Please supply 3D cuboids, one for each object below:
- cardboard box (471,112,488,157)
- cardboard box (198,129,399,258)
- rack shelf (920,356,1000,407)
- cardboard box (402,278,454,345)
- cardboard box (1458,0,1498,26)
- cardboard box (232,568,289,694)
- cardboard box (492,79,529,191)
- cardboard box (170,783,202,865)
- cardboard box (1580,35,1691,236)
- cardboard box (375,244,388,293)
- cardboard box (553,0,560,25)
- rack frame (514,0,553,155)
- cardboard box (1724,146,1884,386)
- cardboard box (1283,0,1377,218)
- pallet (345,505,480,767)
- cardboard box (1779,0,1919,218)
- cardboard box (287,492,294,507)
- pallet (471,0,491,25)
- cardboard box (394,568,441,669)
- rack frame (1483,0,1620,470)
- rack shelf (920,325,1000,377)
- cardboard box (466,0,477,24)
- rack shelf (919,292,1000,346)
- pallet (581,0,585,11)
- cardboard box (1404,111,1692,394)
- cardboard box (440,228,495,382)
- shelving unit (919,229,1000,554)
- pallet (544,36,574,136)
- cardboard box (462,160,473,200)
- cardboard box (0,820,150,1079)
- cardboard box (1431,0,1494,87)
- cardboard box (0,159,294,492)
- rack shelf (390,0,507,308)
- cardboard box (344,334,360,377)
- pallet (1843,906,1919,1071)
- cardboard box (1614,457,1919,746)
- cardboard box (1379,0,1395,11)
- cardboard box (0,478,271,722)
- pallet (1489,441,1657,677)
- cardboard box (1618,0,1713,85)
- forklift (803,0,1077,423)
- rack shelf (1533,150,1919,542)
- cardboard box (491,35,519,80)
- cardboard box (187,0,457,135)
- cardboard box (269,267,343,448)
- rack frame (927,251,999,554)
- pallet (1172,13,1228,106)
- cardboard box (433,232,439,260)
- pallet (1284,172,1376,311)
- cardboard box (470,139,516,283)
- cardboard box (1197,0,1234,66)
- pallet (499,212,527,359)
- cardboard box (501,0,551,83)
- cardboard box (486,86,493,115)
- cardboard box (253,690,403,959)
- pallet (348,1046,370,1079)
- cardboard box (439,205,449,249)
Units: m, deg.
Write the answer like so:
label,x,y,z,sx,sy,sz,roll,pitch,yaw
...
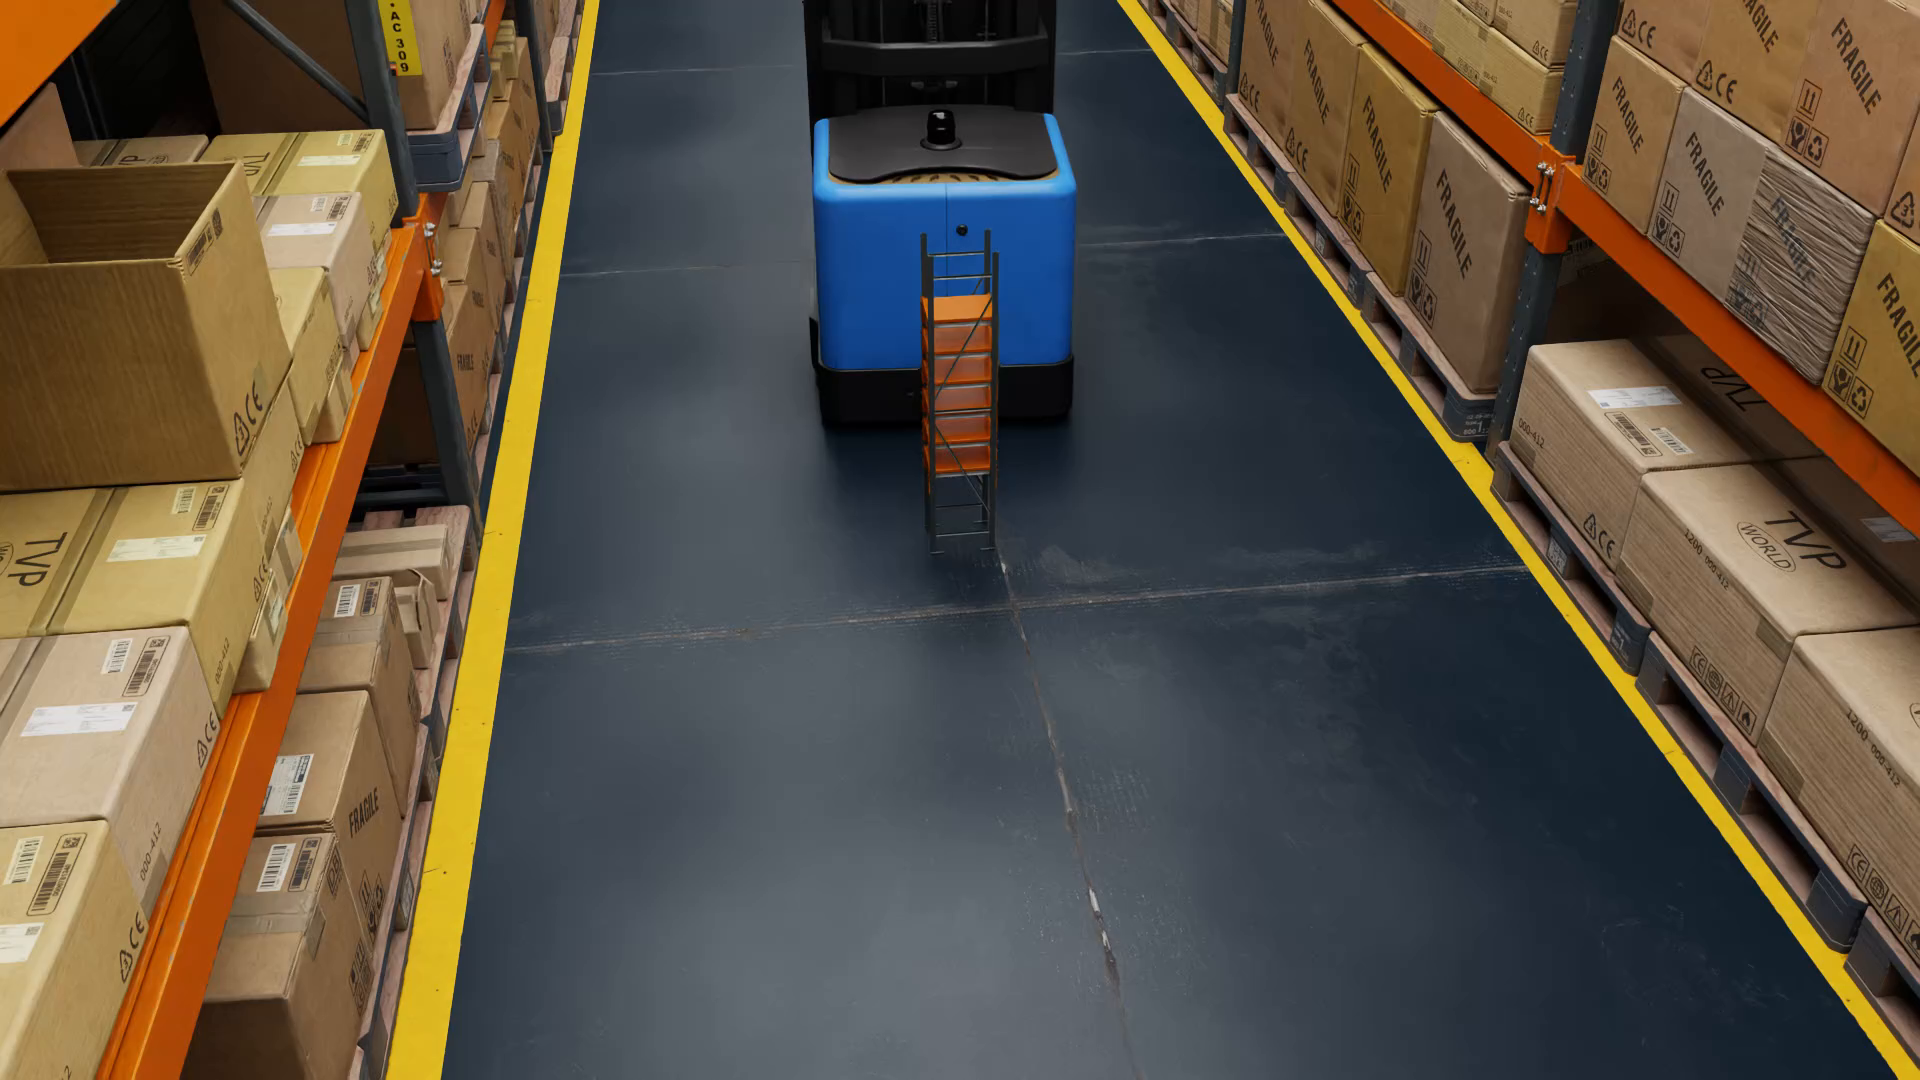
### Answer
label,x,y,z,sx,sy,sz,roll,pitch,yaw
cardboard box,-2.361,-1.847,7.567,0.380,0.149,0.250,-6,35,-9
cardboard box,-1.981,-0.999,4.922,0.500,0.250,0.500,-4,34,-5
rack shelf,-0.002,-0.566,5.881,0.258,0.103,0.180,-4,35,-6
cardboard box,-2.076,-0.833,6.080,0.380,0.149,0.250,-3,34,-4
cardboard box,2.252,-2.233,6.552,0.500,0.250,0.500,-4,34,-5
cardboard box,-1.649,0.205,3.509,0.380,0.149,0.250,-5,35,-8
cardboard box,-2.502,-2.077,8.481,0.500,0.500,0.500,-5,35,-7
cardboard box,-1.648,0.499,3.077,0.380,0.149,0.250,-3,34,-5
cardboard box,2.431,-1.342,5.467,0.500,0.500,0.500,-3,34,-5
cardboard box,-1.941,-0.798,4.980,0.380,0.149,0.250,-3,34,-5
cardboard box,-3.086,-3.717,10.777,0.875,0.625,0.625,-6,35,-8
rack frame,-2.829,-3.436,8.629,1.000,3.000,0.127,-4,35,-6
cardboard box,2.555,-0.783,4.646,0.500,0.500,0.500,-4,34,-6
cardboard box,2.216,-2.220,8.358,0.875,0.875,0.875,-4,34,-6
pallet,-2.200,0.331,5.576,1.003,0.211,1.213,-4,35,-6
cardboard box,2.571,-1.184,4.347,0.500,0.500,0.500,-4,34,-5
cardboard box,-1.808,-0.079,3.926,0.380,0.149,0.250,-4,35,-6
pallet,-2.563,-2.272,7.091,1.003,0.211,1.213,-4,35,-6
cardboard box,-1.877,0.240,5.289,0.396,0.266,0.258,-3,34,-5
rack frame,2.627,-1.582,5.908,1.000,3.000,0.127,-4,35,-6
rack shelf,-0.002,-0.665,5.814,0.258,0.103,0.180,-4,35,-6
cardboard box,-2.098,-2.127,6.453,0.396,0.266,0.258,-3,34,-4
rack shelf,-0.002,-0.765,5.746,0.258,0.103,0.180,-4,35,-6
pallet,-3.229,-4.108,12.091,1.003,0.211,1.213,-4,35,-6
cardboard box,2.464,-1.218,6.887,0.875,0.875,0.875,-3,34,-5
cardboard box,-2.214,-0.928,6.795,0.500,0.500,0.500,-5,35,-7
shelving unit,-0.002,-0.504,5.924,0.258,1.200,0.189,-4,35,-6
pallet,-2.901,-2.746,10.093,1.003,0.211,1.213,-4,35,-6
cardboard box,-2.313,-1.557,7.142,0.380,0.149,0.250,-3,34,-5
cardboard box,-1.547,0.693,2.438,0.500,0.250,0.500,-4,34,-6
cardboard box,2.250,-2.036,6.707,0.500,0.250,0.500,-5,35,-7
cardboard box,-1.749,-0.454,3.455,0.500,0.500,0.500,-4,34,-5
rack shelf,-2.560,-2.023,7.194,1.077,0.370,4.000,-4,35,-6
cardboard box,-1.874,-0.506,4.552,0.380,0.149,0.250,-4,34,-5
pallet,2.980,1.362,4.064,1.003,0.211,1.213,-4,35,-6
cardboard box,2.726,0.161,5.252,0.875,0.438,0.875,-5,35,-8
cardboard box,2.127,-2.607,7.545,0.500,0.250,0.500,-4,35,-6
cardboard box,-1.687,0.129,3.266,0.500,0.250,0.500,-5,35,-7
pallet,2.652,0.000,6.062,1.003,0.211,1.213,-4,35,-6
cardboard box,2.451,-1.753,5.182,0.500,0.500,0.500,-4,34,-6
forklift,-0.145,-2.499,7.314,1.130,2.935,3.031,-2,34,-3
rack shelf,2.896,-0.169,4.473,1.077,0.370,4.000,-4,35,-6
cardboard box,-2.444,-2.439,8.436,0.380,0.149,0.250,-6,35,-9
cardboard box,-2.134,-1.706,5.628,0.700,0.500,0.500,-4,34,-5
cardboard box,-1.845,-0.442,4.104,0.500,0.250,0.500,-5,35,-7
rack frame,0.010,-0.453,5.849,0.240,1.200,0.006,-4,35,-6
pallet,1.986,-3.098,10.609,1.003,0.211,1.213,-4,35,-6
cardboard box,-2.158,-1.097,6.203,0.380,0.149,0.250,-6,35,-9
pallet,2.281,-1.537,8.318,1.003,0.211,1.213,-4,35,-6
cardboard box,-2.341,-1.497,7.630,0.500,0.500,0.500,-6,35,-8
cardboard box,2.023,-3.218,10.269,0.950,0.372,0.625,-7,35,-10
pallet,-2.605,-1.185,7.802,1.003,0.211,1.213,-4,35,-6
cardboard box,-2.899,-2.978,9.692,0.875,0.625,0.625,-3,34,-5
cardboard box,-2.462,-2.138,7.994,0.380,0.149,0.250,-3,34,-5
cardboard box,-1.790,0.756,4.323,0.500,0.500,0.500,-4,34,-5
pallet,-1.871,1.693,3.578,1.003,0.211,1.213,-4,35,-6
cardboard box,-2.286,-1.276,6.730,0.380,0.149,0.250,-5,35,-7
